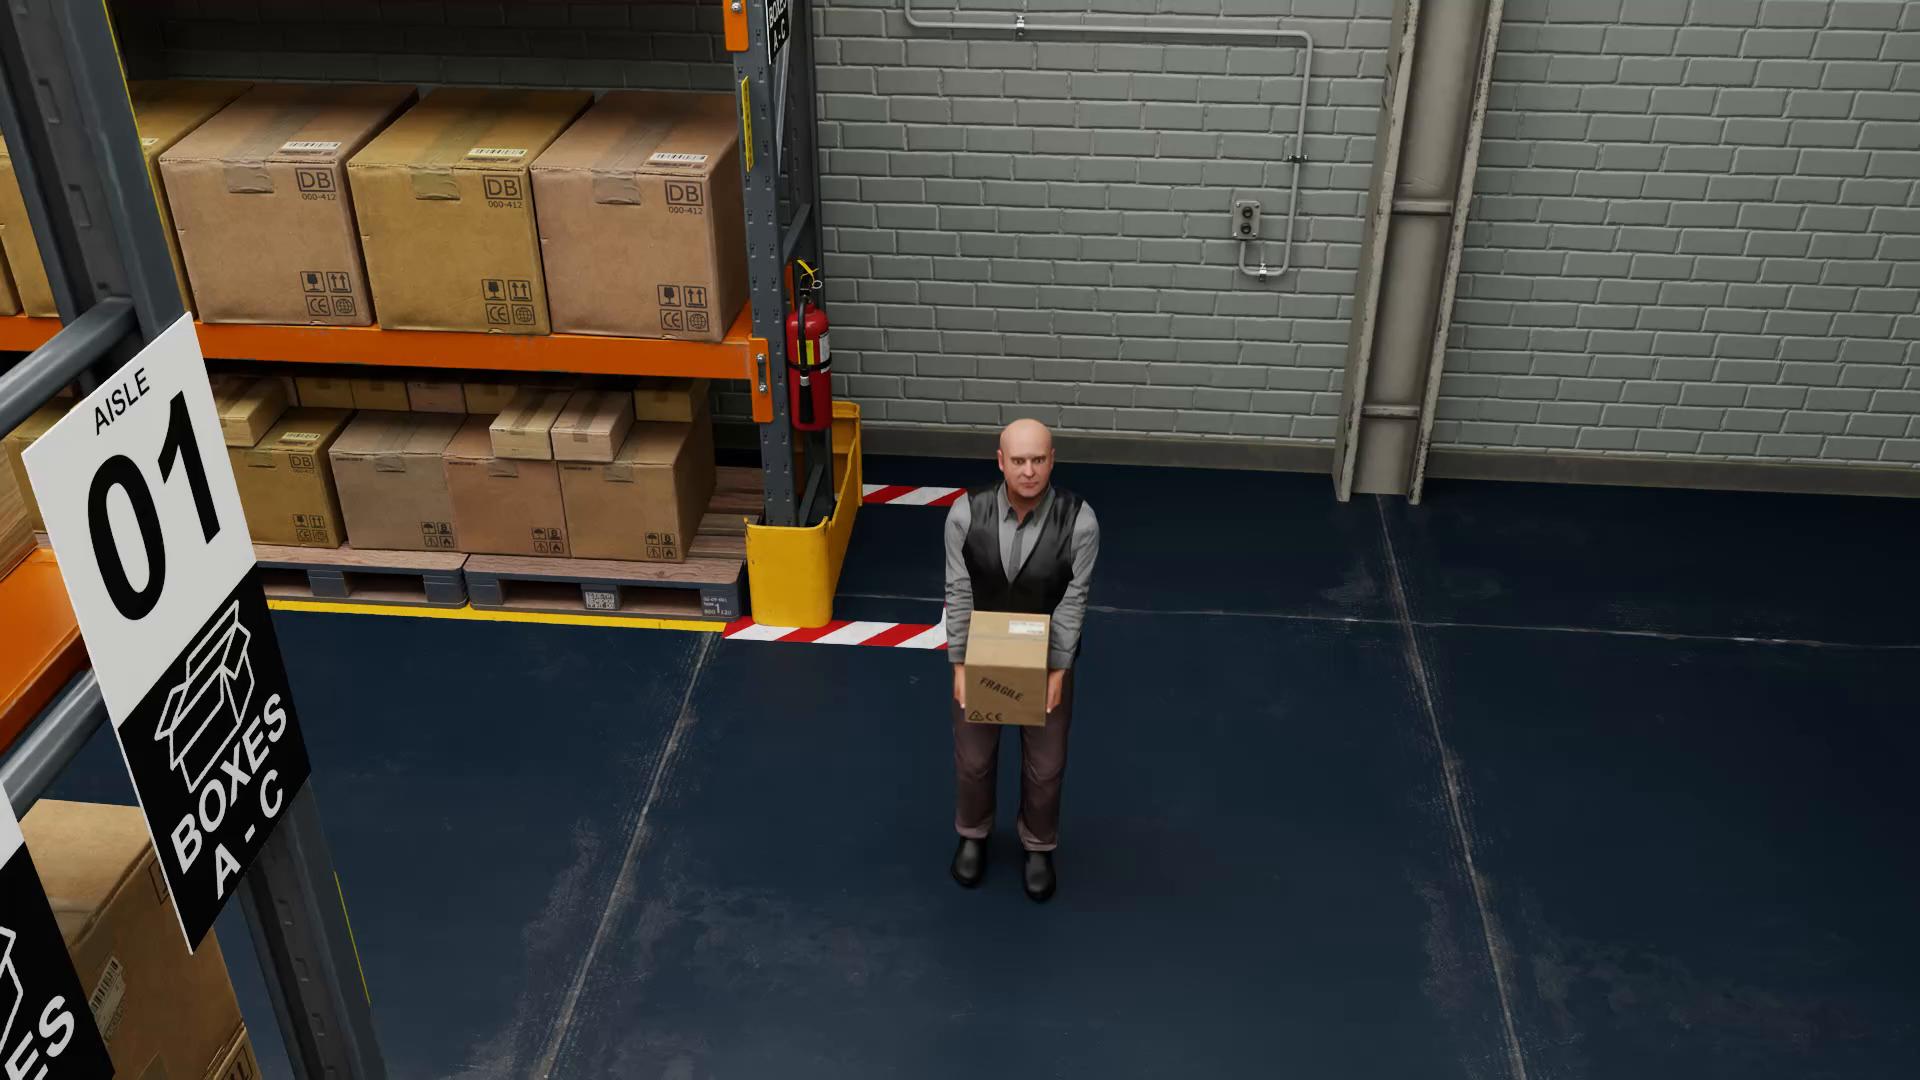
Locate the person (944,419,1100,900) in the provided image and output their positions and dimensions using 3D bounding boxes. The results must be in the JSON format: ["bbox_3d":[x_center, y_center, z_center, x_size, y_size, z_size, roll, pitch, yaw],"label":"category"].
[{"bbox_3d":[0.187,0.445,5.450,0.494,1.711,0.551,3,32,5],"label":"person"}]
